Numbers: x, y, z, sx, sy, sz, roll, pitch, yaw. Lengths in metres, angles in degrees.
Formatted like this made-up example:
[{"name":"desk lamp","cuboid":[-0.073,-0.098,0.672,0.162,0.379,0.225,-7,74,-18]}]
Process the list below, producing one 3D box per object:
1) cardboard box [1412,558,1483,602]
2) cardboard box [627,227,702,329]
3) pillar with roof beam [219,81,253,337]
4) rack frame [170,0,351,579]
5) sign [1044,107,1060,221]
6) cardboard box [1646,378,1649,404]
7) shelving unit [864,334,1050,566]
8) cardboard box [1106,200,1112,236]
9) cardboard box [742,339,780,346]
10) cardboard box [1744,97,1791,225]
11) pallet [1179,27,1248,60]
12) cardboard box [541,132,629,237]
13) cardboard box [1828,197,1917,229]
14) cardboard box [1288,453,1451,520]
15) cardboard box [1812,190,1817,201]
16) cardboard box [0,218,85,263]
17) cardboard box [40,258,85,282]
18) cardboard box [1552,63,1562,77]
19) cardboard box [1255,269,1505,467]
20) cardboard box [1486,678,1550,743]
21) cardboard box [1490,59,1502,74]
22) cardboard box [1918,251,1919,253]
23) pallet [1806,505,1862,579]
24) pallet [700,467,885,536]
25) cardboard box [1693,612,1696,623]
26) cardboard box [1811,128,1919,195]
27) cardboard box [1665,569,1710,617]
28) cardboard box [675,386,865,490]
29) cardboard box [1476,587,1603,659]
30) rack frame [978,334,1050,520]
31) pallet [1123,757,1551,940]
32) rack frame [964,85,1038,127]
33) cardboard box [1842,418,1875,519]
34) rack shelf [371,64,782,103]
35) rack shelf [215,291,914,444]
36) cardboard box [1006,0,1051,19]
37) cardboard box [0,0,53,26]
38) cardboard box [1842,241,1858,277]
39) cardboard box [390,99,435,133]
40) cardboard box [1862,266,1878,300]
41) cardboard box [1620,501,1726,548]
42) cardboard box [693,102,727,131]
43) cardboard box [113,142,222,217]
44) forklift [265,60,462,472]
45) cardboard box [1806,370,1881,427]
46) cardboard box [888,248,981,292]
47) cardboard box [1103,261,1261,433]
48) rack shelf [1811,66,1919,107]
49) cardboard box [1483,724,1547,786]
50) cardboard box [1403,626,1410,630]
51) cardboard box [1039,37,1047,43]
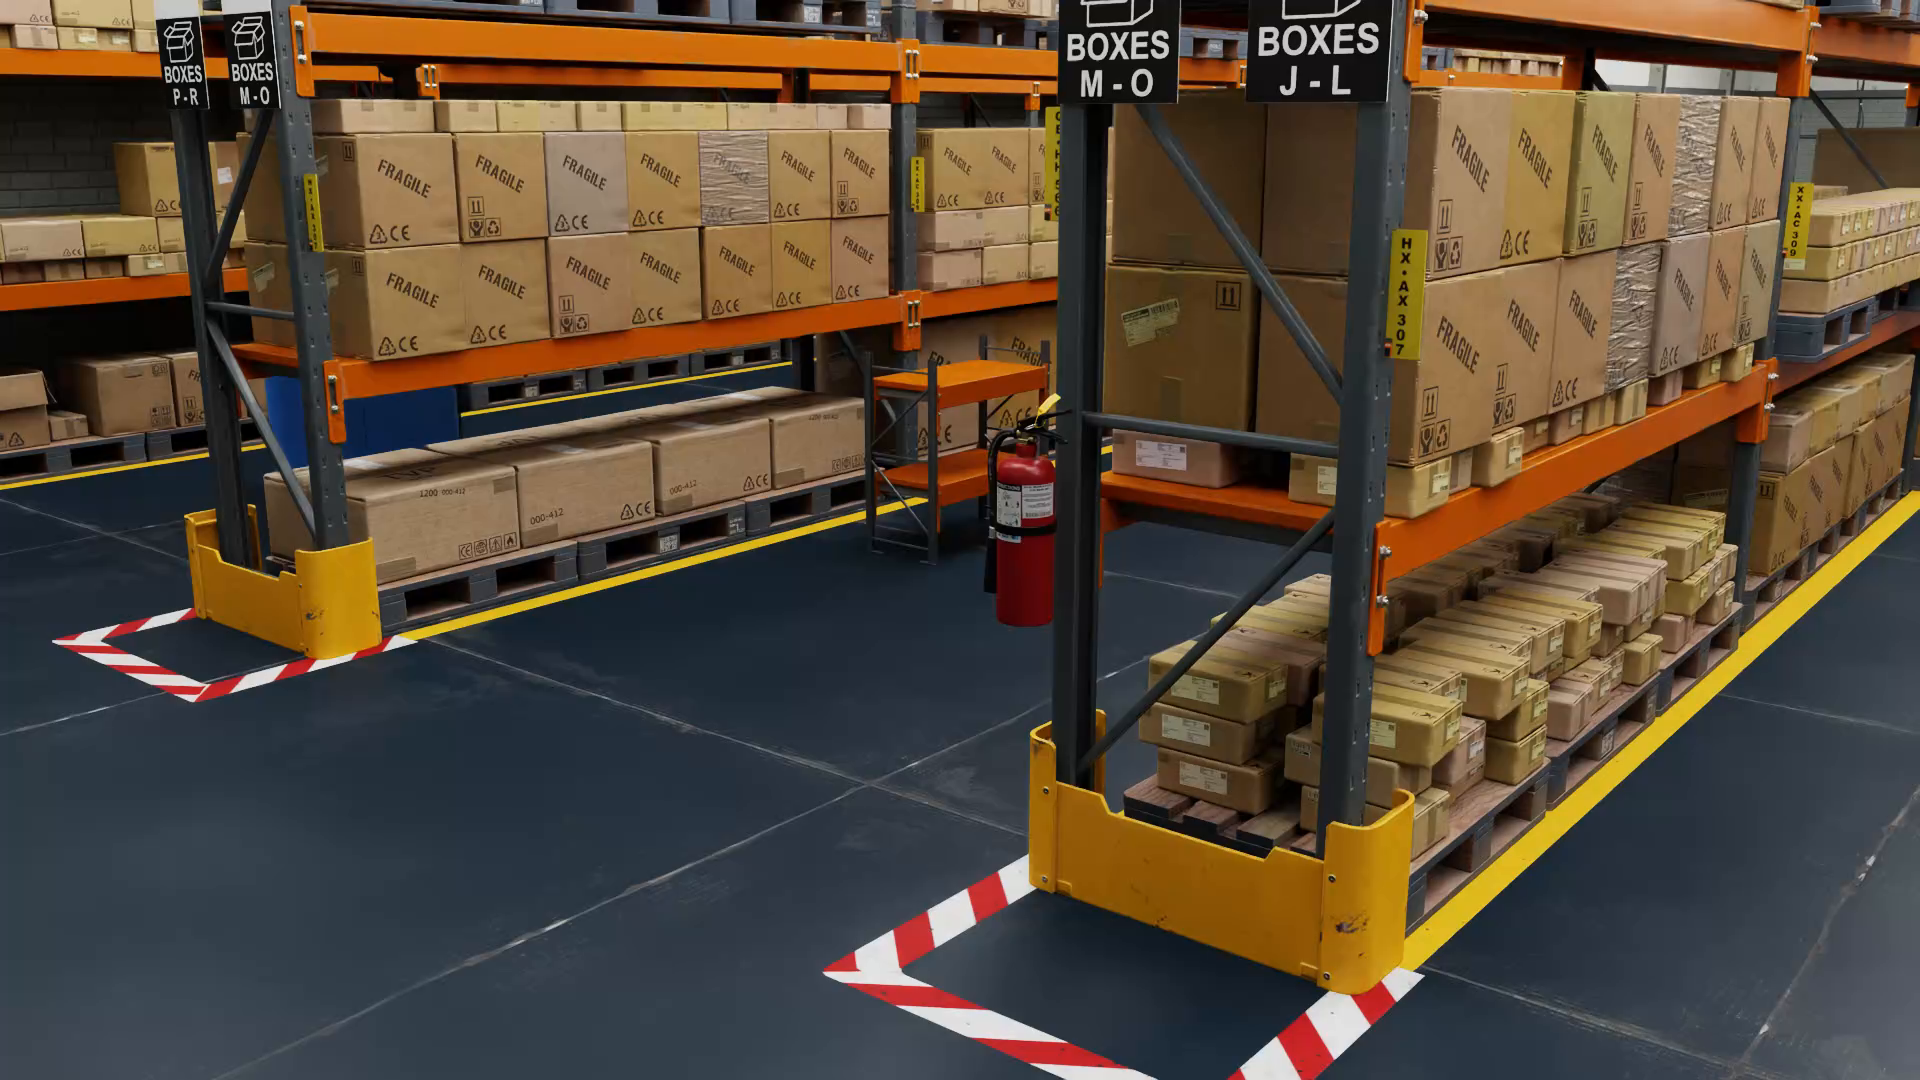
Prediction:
[{"name":"cardboard box","cuboid":[1.842,0.165,6.609,0.380,0.149,0.250,11,18,38]},{"name":"cardboard box","cuboid":[-1.749,-1.425,8.936,0.500,0.500,0.500,12,19,39]},{"name":"pillar with roof beam","cuboid":[-2.345,-4.816,10.302,9.100,9.000,0.400,11,18,38]},{"name":"rack frame","cuboid":[-3.206,-1.035,7.603,1.000,3.000,0.127,11,18,38]},{"name":"sign","cuboid":[0.289,-1.092,4.836,0.100,0.325,0.005,11,18,38]},{"name":"cardboard box","cuboid":[2.403,-0.590,6.365,0.380,0.149,0.250,11,18,37]},{"name":"shelving unit","cuboid":[-0.004,-0.544,9.479,0.538,1.125,1.048,11,18,38]},{"name":"cardboard box","cuboid":[0.764,-2.305,11.892,0.500,0.250,0.500,11,18,36]},{"name":"cardboard box","cuboid":[-2.139,-2.212,16.461,0.500,0.500,0.500,12,19,39]},{"name":"cardboard box","cuboid":[3.137,-1.599,6.988,0.500,0.500,0.500,10,18,36]},{"name":"pallet","cuboid":[1.459,-3.797,12.770,1.213,0.211,1.003,12,19,40]},{"name":"cardboard box","cuboid":[-2.046,-1.815,8.443,0.500,0.500,0.500,11,18,37]},{"name":"cardboard box","cuboid":[4.806,-1.728,8.783,0.380,0.149,0.250,12,19,39]},{"name":"cardboard box","cuboid":[1.166,-0.177,4.739,0.380,0.149,0.250,11,18,37]},{"name":"cardboard box","cuboid":[4.803,-1.983,9.785,0.380,0.149,0.250,10,18,35]},{"name":"cardboard box","cuboid":[-6.258,-2.015,11.164,0.500,0.250,0.500,12,18,38]},{"name":"cardboard box","cuboid":[-6.180,-1.851,11.328,0.380,0.149,0.250,12,19,39]},{"name":"cardboard box","cuboid":[6.519,-5.221,18.500,0.380,0.149,0.250,12,19,39]},{"name":"cardboard box","cuboid":[1.205,-0.524,4.785,0.500,0.500,0.500,12,19,40]},{"name":"cardboard box","cuboid":[1.783,0.549,5.703,0.380,0.149,0.250,12,19,39]},{"name":"cardboard box","cuboid":[5.366,-4.884,17.173,0.380,0.149,0.250,11,18,36]},{"name":"cardboard box","cuboid":[5.134,-1.683,9.211,0.380,0.149,0.250,11,18,37]},{"name":"pallet","cuboid":[4.476,-0.086,9.534,1.003,0.211,1.213,11,18,38]},{"name":"pallet","cuboid":[-1.231,-0.316,10.436,1.003,0.211,1.213,11,18,38]},{"name":"cardboard box","cuboid":[3.012,0.289,7.331,0.380,0.149,0.250,12,18,39]},{"name":"cardboard box","cuboid":[6.026,-2.437,10.892,0.700,0.500,0.500,11,18,37]},{"name":"cardboard box","cuboid":[2.956,0.197,7.087,0.380,0.149,0.250,10,18,36]},{"name":"cardboard box","cuboid":[-1.170,-0.659,10.474,0.875,0.438,0.875,11,18,37]},{"name":"cardboard box","cuboid":[2.113,0.299,6.082,0.380,0.149,0.250,12,18,38]},{"name":"rack frame","cuboid":[0.315,-0.641,9.863,0.500,1.125,0.032,11,18,38]},{"name":"pallet","cuboid":[1.294,0.899,5.655,1.003,0.211,1.213,11,18,38]},{"name":"rack frame","cuboid":[0.473,-4.100,19.670,1.000,3.000,0.127,11,18,38]},{"name":"cardboard box","cuboid":[4.877,-0.443,9.498,0.500,0.500,0.500,10,18,35]},{"name":"rack shelf","cuboid":[-3.298,-4.056,14.866,1.077,0.370,4.000,11,18,38]},{"name":"rack shelf","cuboid":[-1.949,-1.069,9.199,1.077,0.370,4.000,11,18,38]},{"name":"cardboard box","cuboid":[0.376,-3.533,10.967,0.380,0.166,0.250,10,17,34]},{"name":"cardboard box","cuboid":[-6.274,-3.470,10.800,0.500,0.250,0.500,12,18,39]},{"name":"cardboard box","cuboid":[3.989,-1.334,7.835,0.380,0.149,0.250,11,18,36]},{"name":"cardboard box","cuboid":[-2.658,-1.968,7.728,0.380,0.149,0.250,12,18,39]},{"name":"cardboard box","cuboid":[4.316,-1.289,8.263,0.380,0.149,0.250,11,18,38]},{"name":"cardboard box","cuboid":[3.201,-0.056,7.479,0.380,0.149,0.250,12,18,39]},{"name":"cardboard box","cuboid":[-1.490,-2.305,9.052,0.380,0.149,0.250,11,18,36]},{"name":"cardboard box","cuboid":[-5.632,-2.569,11.822,0.500,0.500,0.500,12,18,39]},{"name":"forklift","cuboid":[-3.840,-1.772,10.647,1.130,2.935,3.031,-4,15,-17]},{"name":"cardboard box","cuboid":[4.869,-0.811,9.422,0.500,0.250,0.500,12,18,39]},{"name":"cardboard box","cuboid":[-0.210,-1.771,10.808,0.500,0.250,0.500,11,18,36]},{"name":"cardboard box","cuboid":[0.790,-0.606,5.110,0.500,0.500,0.500,12,18,39]},{"name":"rack shelf","cuboid":[6.993,-3.308,11.922,1.077,0.370,4.000,11,18,38]},{"name":"cardboard box","cuboid":[1.784,0.696,5.728,0.380,0.149,0.250,12,18,38]},{"name":"cardboard box","cuboid":[1.634,0.354,6.471,0.380,0.149,0.250,12,19,40]},{"name":"cardboard box","cuboid":[1.186,-5.884,19.727,0.500,0.311,0.500,12,18,39]}]
